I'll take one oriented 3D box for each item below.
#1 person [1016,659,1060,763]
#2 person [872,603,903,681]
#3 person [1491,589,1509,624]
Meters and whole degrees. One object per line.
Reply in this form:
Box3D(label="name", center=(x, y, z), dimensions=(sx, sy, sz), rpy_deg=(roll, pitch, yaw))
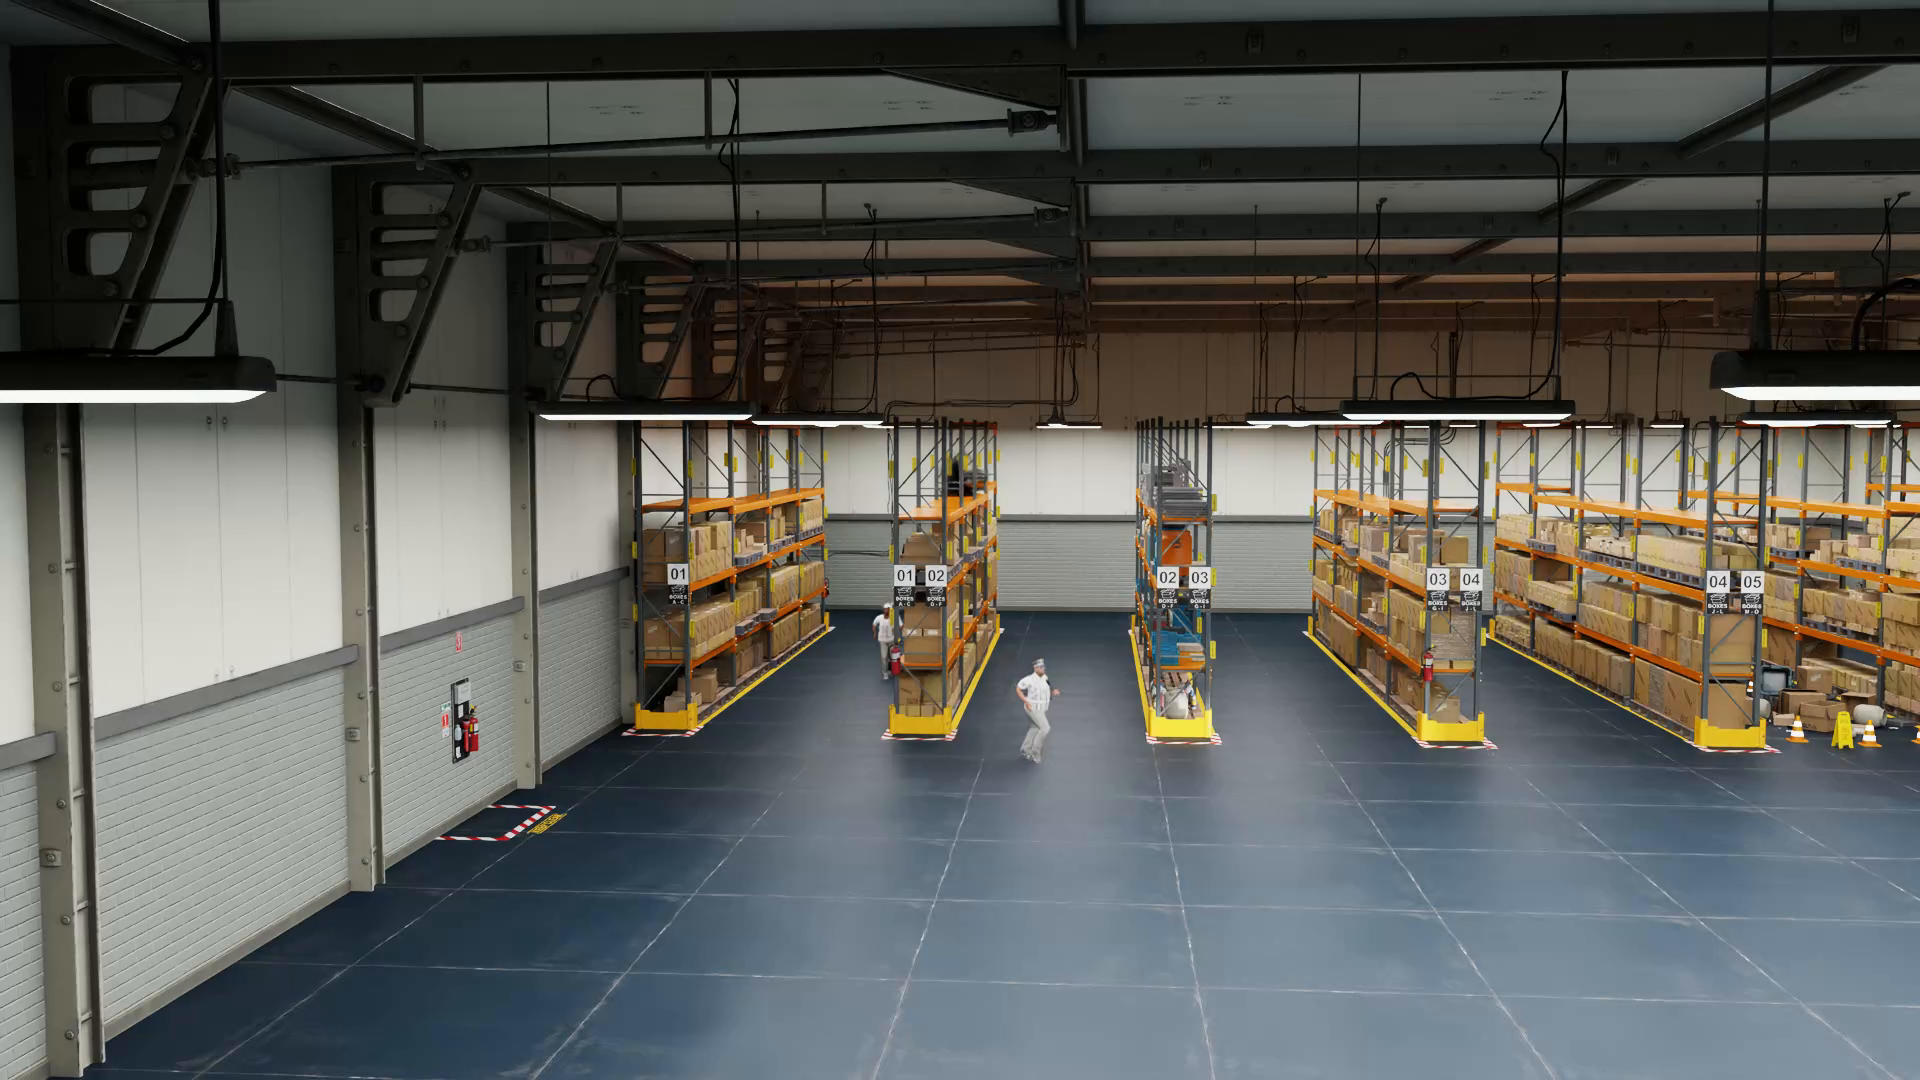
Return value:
Box3D(label="person", center=(1.380, 2.975, 28.915), dimensions=(0.730, 1.836, 0.626), rpy_deg=(2, 4, 32))
Box3D(label="person", center=(-1.669, 2.334, 38.387), dimensions=(0.722, 1.754, 0.835), rpy_deg=(0, 4, -2))
Box3D(label="person", center=(15.526, 1.709, 47.552), dimensions=(0.948, 1.750, 0.663), rpy_deg=(-1, 4, -21))
